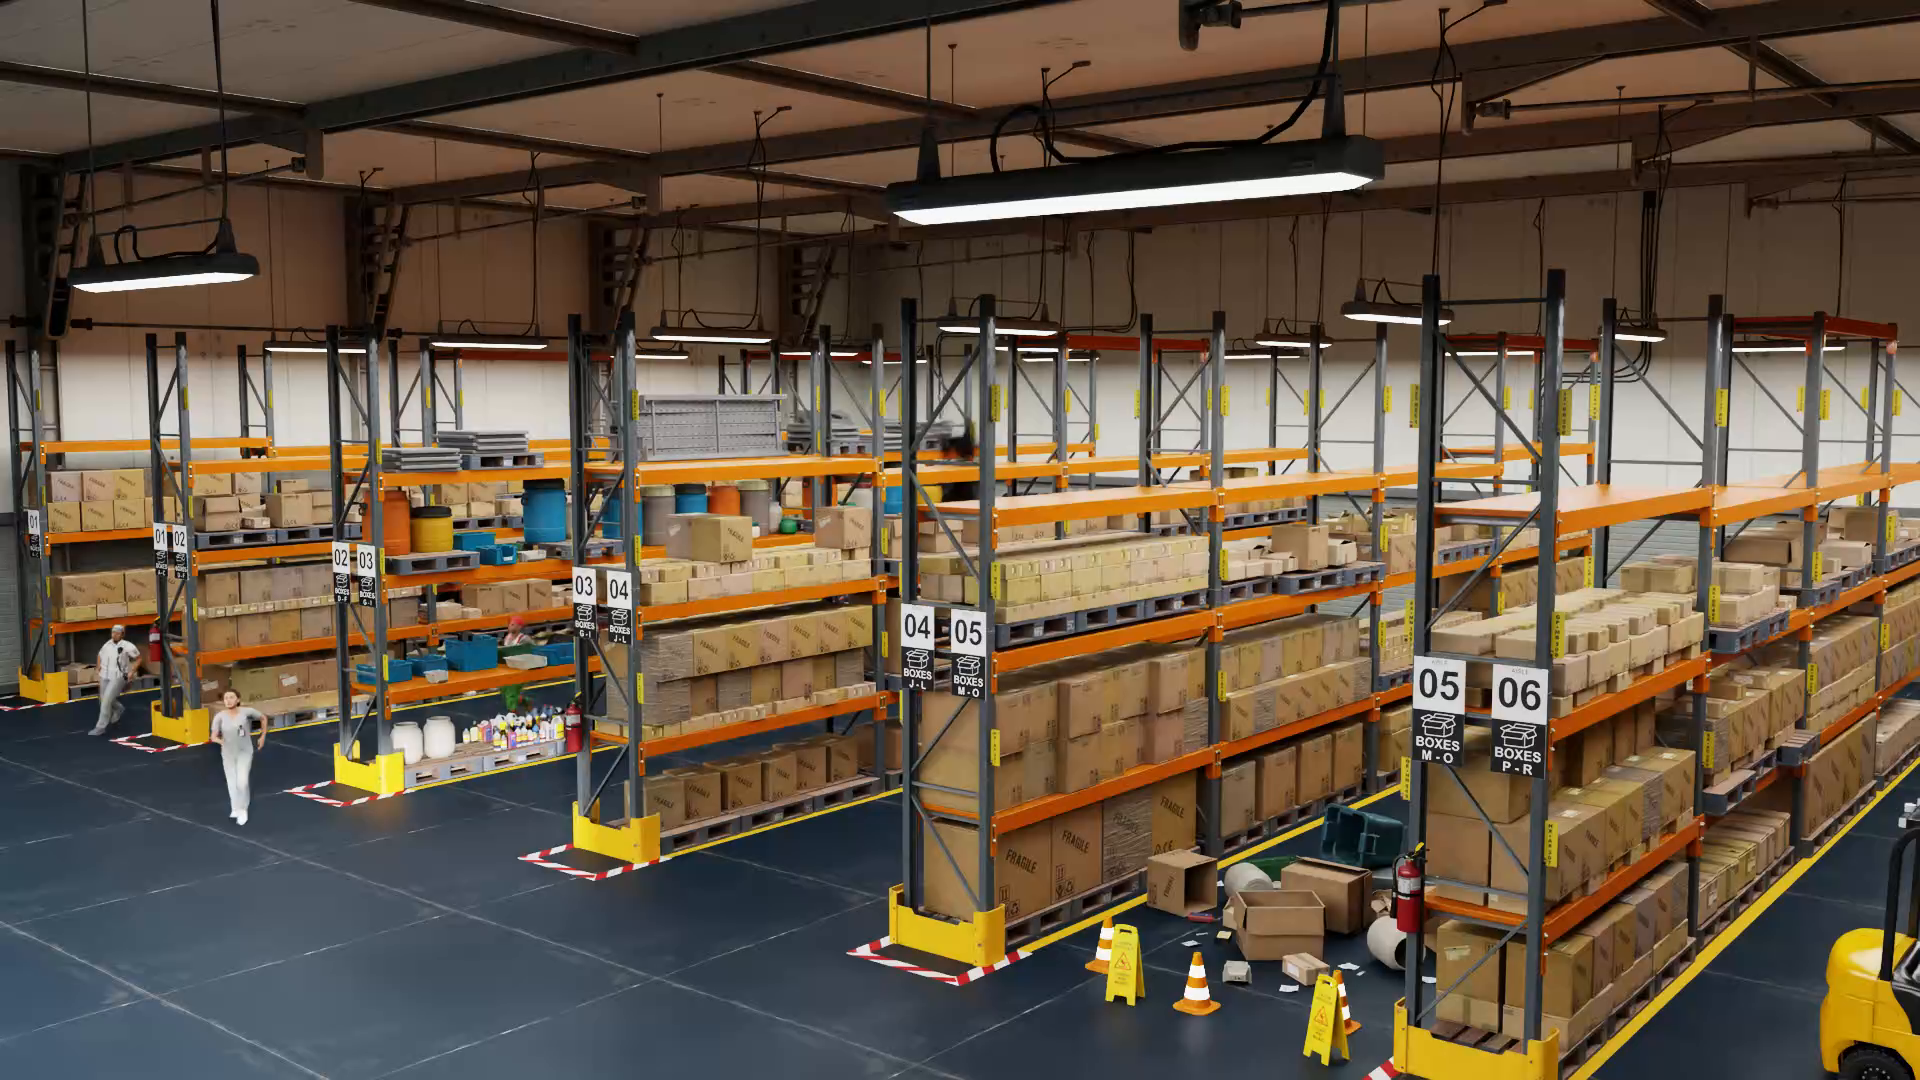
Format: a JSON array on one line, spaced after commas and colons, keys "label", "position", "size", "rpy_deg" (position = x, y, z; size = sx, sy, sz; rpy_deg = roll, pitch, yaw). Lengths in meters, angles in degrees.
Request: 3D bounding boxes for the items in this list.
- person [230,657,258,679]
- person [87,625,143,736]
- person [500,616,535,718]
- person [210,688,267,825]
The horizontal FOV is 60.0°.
[{"label": "person", "position": [-11.719, 1.913, 27.273], "size": [0.573, 1.595, 0.556], "rpy_deg": [3, 6, 32]}, {"label": "person", "position": [-12.775, 2.091, 25.162], "size": [0.682, 1.629, 0.885], "rpy_deg": [1, 5, 11]}, {"label": "person", "position": [-6.727, 2.021, 25.340], "size": [0.656, 1.749, 0.704], "rpy_deg": [3, 6, 33]}, {"label": "person", "position": [-8.551, 2.554, 19.722], "size": [0.574, 1.631, 0.827], "rpy_deg": [-1, 5, -11]}]
